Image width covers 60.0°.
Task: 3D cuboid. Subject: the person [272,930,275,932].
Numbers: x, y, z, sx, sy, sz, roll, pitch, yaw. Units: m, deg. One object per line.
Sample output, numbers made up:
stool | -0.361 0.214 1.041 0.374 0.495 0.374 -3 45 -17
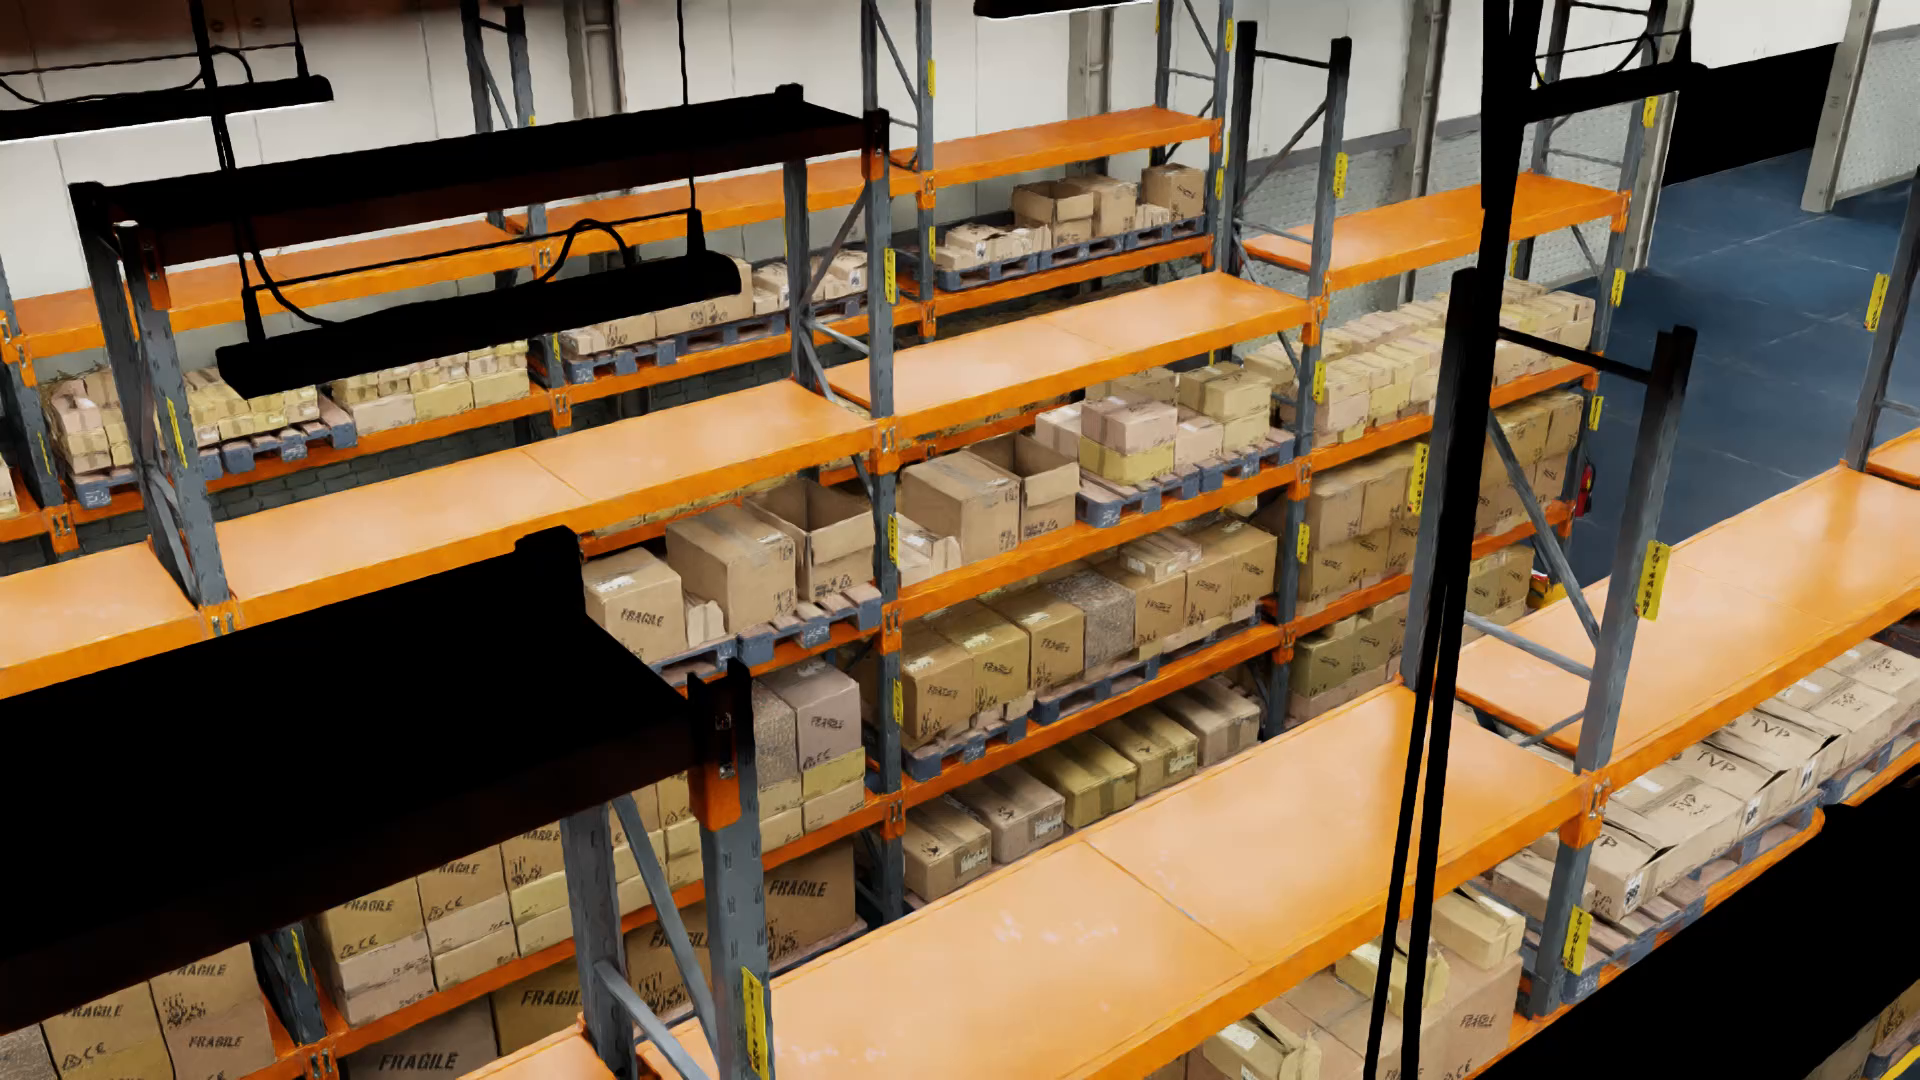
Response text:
person | -4.991 1.995 11.960 0.462 1.794 0.621 14 29 26
